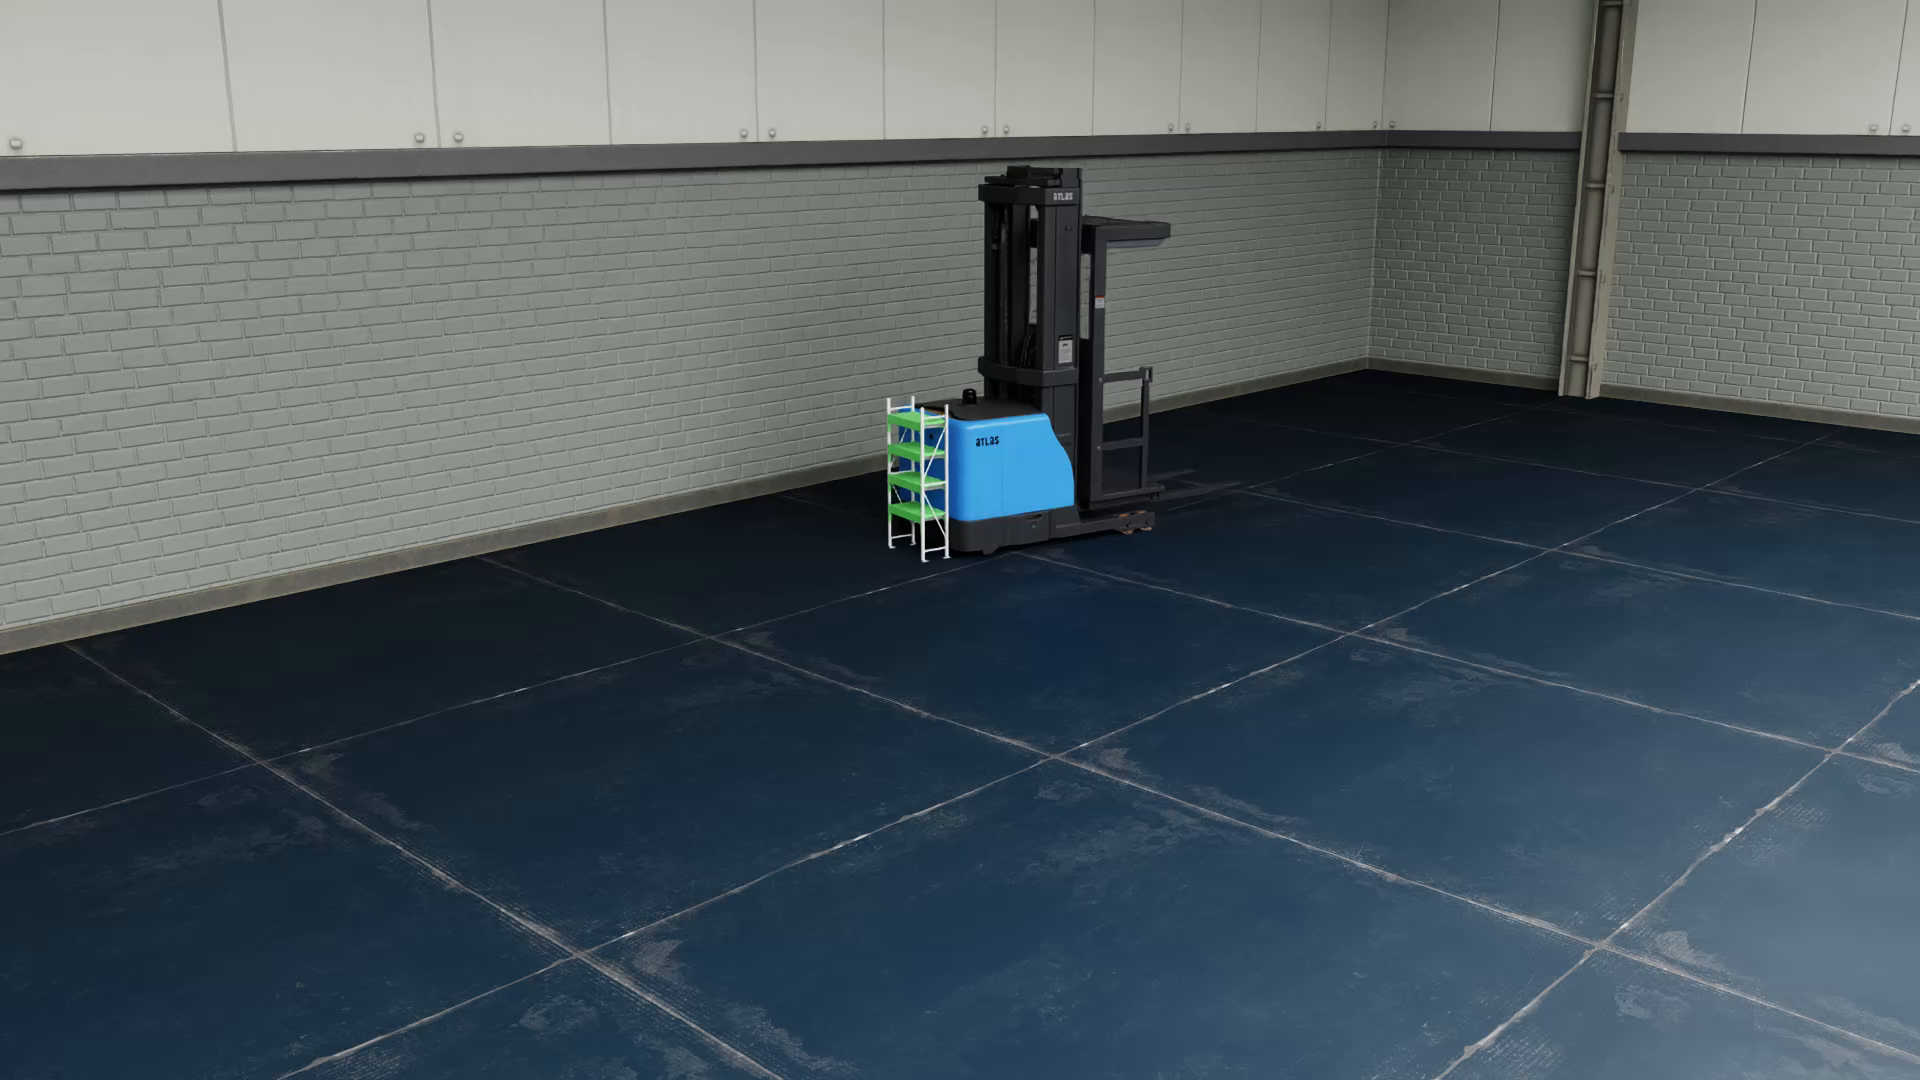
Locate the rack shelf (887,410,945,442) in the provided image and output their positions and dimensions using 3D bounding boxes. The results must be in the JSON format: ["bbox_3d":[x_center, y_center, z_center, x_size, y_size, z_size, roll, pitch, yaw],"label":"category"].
[{"bbox_3d":[-0.328,-0.881,12.785,0.258,0.148,0.480,-9,17,-32],"label":"rack shelf"}]

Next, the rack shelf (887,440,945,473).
[{"bbox_3d":[-0.328,-0.649,12.845,0.258,0.148,0.480,-9,17,-32],"label":"rack shelf"}]

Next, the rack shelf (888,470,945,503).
[{"bbox_3d":[-0.328,-0.417,12.906,0.258,0.148,0.480,-9,17,-32],"label":"rack shelf"}]

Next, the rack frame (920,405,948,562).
[{"bbox_3d":[-0.193,-0.427,12.693,0.240,1.200,0.015,-9,17,-32],"label":"rack frame"}]

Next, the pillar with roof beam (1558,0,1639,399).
[{"bbox_3d":[4.509,-5.322,16.012,0.400,9.000,9.100,14,20,42],"label":"pillar with roof beam"}]

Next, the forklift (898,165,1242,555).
[{"bbox_3d":[1.009,-1.565,13.625,3.031,2.935,1.130,-9,17,-32],"label":"forklift"}]

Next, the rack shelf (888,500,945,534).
[{"bbox_3d":[-0.328,-0.185,12.966,0.258,0.148,0.480,-9,17,-32],"label":"rack shelf"}]

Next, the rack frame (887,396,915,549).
[{"bbox_3d":[-0.463,-0.530,13.086,0.240,1.200,0.015,-9,17,-32],"label":"rack frame"}]

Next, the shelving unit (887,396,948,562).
[{"bbox_3d":[-0.328,-0.479,12.890,0.258,1.200,0.503,-9,17,-32],"label":"shelving unit"}]
